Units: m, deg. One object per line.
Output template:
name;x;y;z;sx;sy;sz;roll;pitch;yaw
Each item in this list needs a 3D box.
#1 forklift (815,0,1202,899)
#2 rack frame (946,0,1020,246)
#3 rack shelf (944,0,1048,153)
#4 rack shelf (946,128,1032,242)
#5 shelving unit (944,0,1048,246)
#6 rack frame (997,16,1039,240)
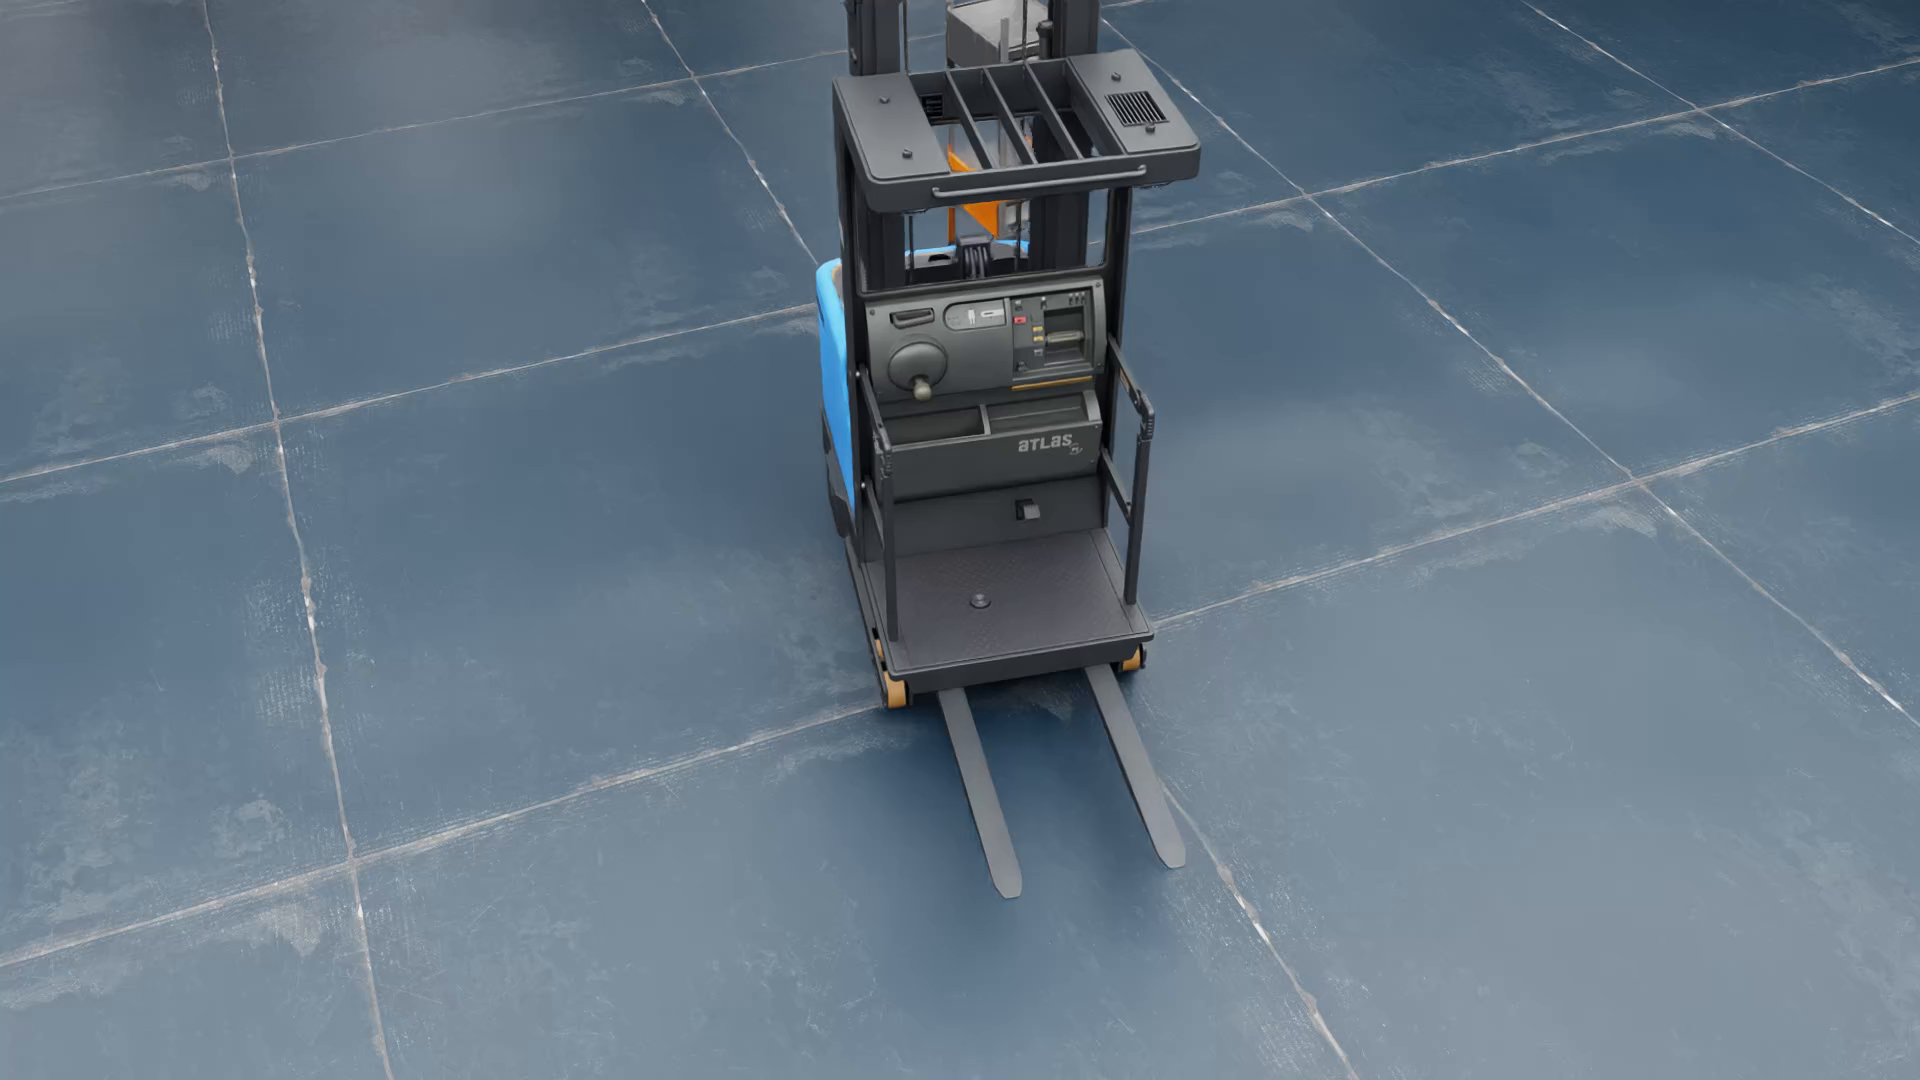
forklift;0.154;-0.689;6.222;1.130;2.935;3.031;-8;41;-9
rack frame;0.115;-1.743;8.085;0.400;2.100;0.015;-20;44;-21
rack shelf;0.232;-2.124;7.476;0.431;0.518;0.480;-20;44;-21
rack shelf;0.232;-1.593;7.932;0.431;0.518;0.480;-20;44;-21
shelving unit;0.232;-1.604;7.923;0.431;2.100;0.503;-20;44;-21
rack frame;0.350;-1.464;7.761;0.400;2.100;0.015;-20;44;-21
